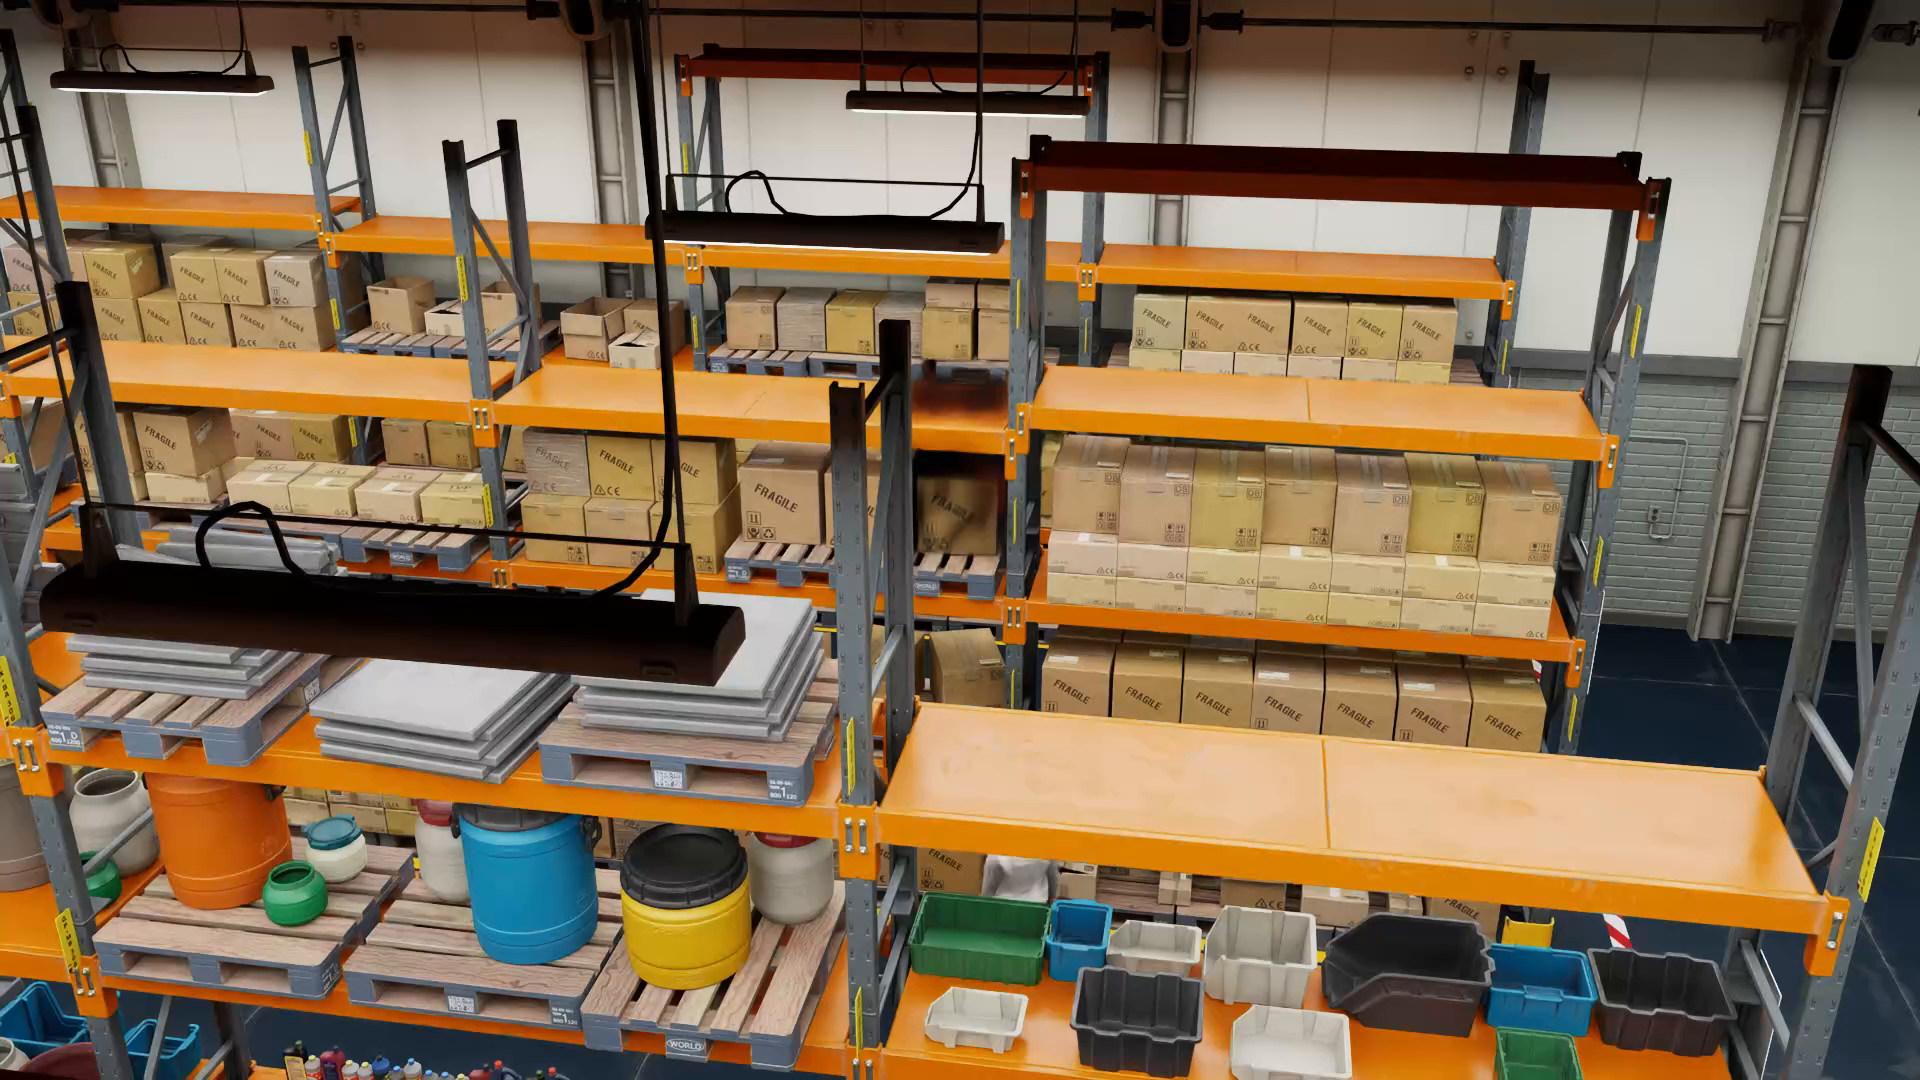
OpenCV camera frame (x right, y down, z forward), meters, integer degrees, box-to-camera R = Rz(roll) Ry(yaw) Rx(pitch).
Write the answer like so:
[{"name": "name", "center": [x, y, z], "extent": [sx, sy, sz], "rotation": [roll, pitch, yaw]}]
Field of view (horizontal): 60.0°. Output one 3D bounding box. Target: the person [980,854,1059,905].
[{"name": "person", "center": [0.412, 2.563, 11.698], "extent": [0.558, 1.756, 0.518], "rotation": [2, 23, 5]}]
